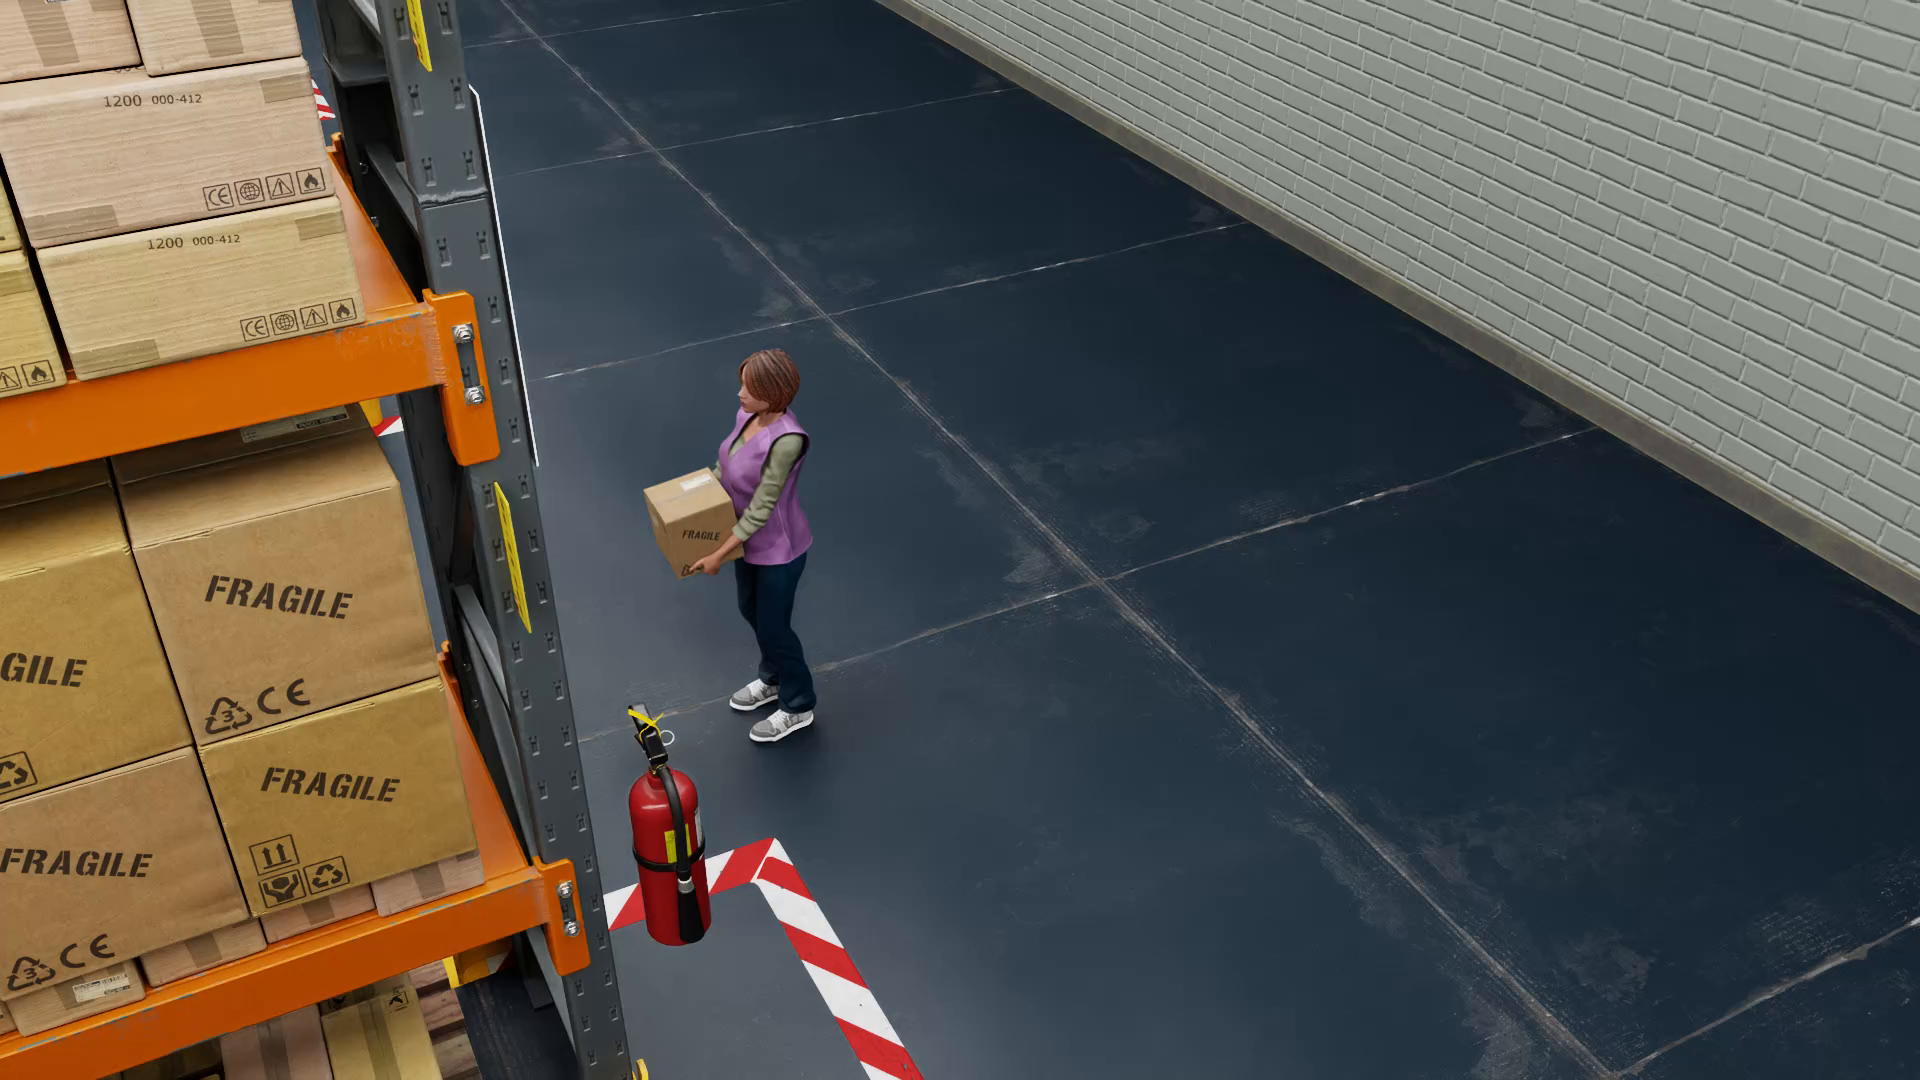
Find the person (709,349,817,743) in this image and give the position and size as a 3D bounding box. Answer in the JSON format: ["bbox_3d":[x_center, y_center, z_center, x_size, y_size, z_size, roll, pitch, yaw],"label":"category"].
[{"bbox_3d":[-0.713,0.019,6.114,0.347,1.600,0.447,-17,37,-24],"label":"person"}]
